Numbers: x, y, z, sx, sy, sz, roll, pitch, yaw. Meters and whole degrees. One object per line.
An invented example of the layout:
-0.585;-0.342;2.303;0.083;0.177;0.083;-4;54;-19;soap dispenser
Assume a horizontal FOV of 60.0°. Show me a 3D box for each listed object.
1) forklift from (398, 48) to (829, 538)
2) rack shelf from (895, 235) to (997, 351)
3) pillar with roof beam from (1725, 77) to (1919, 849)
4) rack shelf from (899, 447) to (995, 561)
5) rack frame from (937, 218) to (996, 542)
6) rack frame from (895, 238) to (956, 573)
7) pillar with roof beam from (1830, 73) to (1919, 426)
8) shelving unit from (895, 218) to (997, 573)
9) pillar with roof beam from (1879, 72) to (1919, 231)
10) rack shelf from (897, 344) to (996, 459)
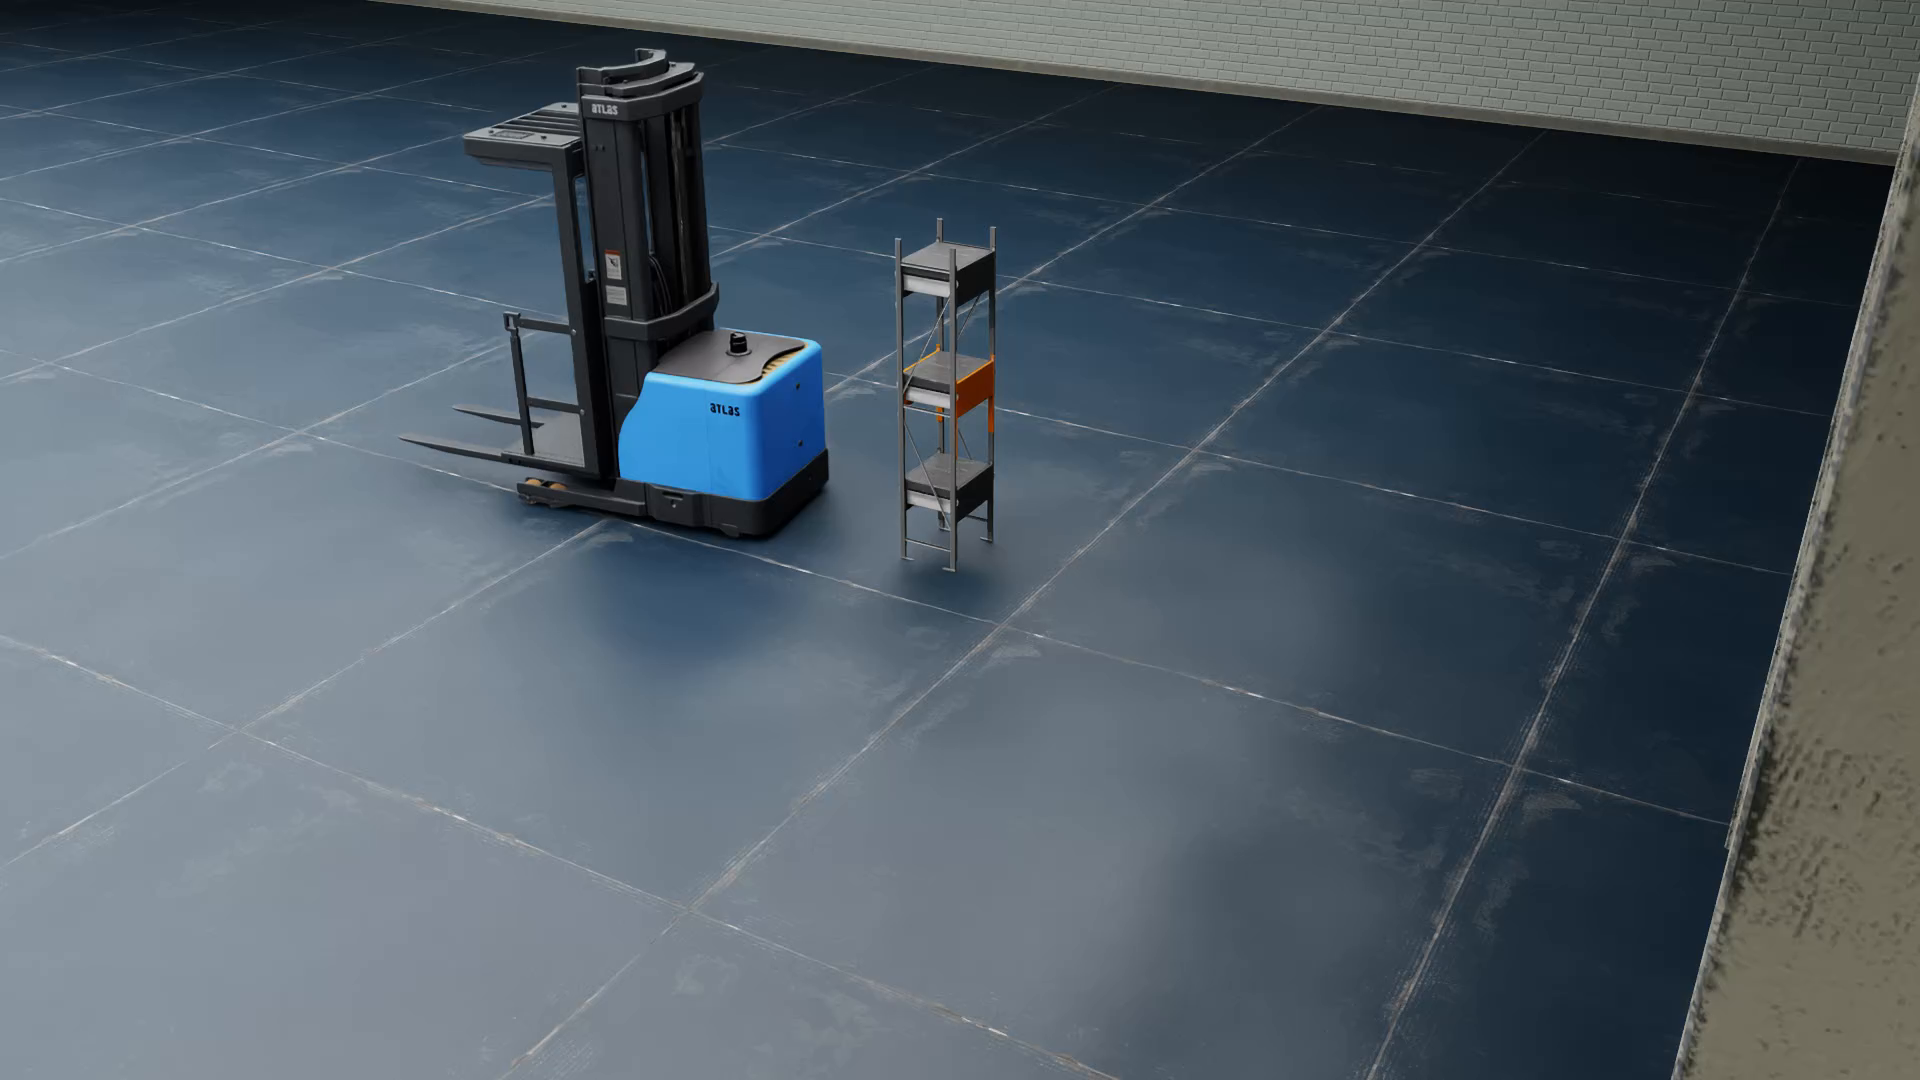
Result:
-2.482;-1.733;11.078;3.031;2.935;1.130;10;28;19;forklift
-0.081;-1.488;9.984;0.431;0.518;0.480;14;30;26;rack shelf
0.138;-3.544;7.916;9.100;9.000;0.400;14;30;26;pillar with roof beam
-0.081;-0.236;10.611;0.431;0.518;0.480;14;30;26;rack shelf
0.039;-0.970;10.481;0.400;2.100;0.015;14;30;26;rack frame
-0.201;-0.779;10.101;0.400;2.100;0.015;14;30;26;rack frame
3.090;-5.882;12.587;9.100;9.000;0.400;14;30;26;pillar with roof beam
-0.081;-0.874;10.291;0.431;2.100;0.503;14;30;26;shelving unit
6.042;-8.220;17.258;9.100;9.000;0.400;14;30;26;pillar with roof beam
-0.081;-0.862;10.297;0.431;0.518;0.480;14;30;26;rack shelf
